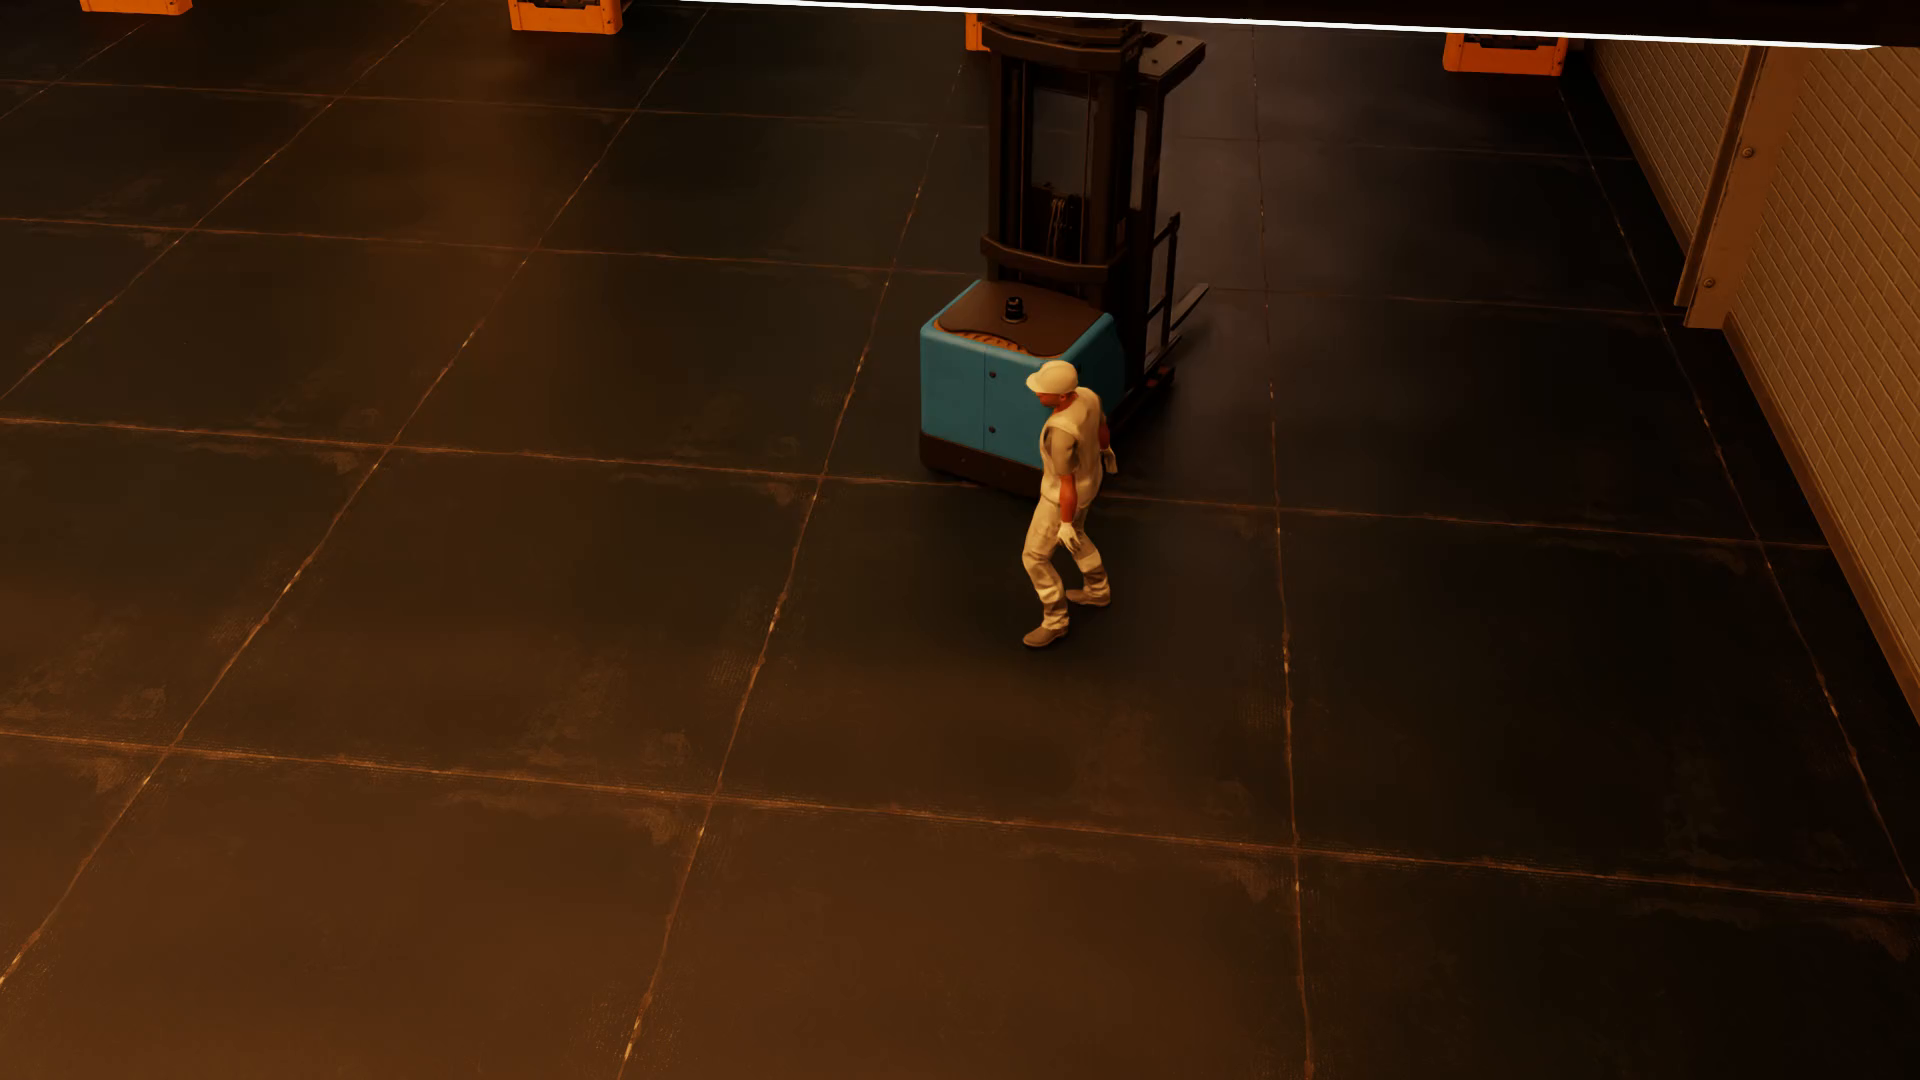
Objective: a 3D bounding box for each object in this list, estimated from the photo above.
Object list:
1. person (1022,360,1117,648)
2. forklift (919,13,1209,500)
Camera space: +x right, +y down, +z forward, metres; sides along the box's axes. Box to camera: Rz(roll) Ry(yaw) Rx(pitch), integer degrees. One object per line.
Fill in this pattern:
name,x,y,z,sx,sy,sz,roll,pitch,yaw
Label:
person,0.631,-0.278,9.443,0.464,1.750,0.887,15,39,20
forklift,0.888,-2.281,11.124,1.130,2.935,3.031,18,40,23
